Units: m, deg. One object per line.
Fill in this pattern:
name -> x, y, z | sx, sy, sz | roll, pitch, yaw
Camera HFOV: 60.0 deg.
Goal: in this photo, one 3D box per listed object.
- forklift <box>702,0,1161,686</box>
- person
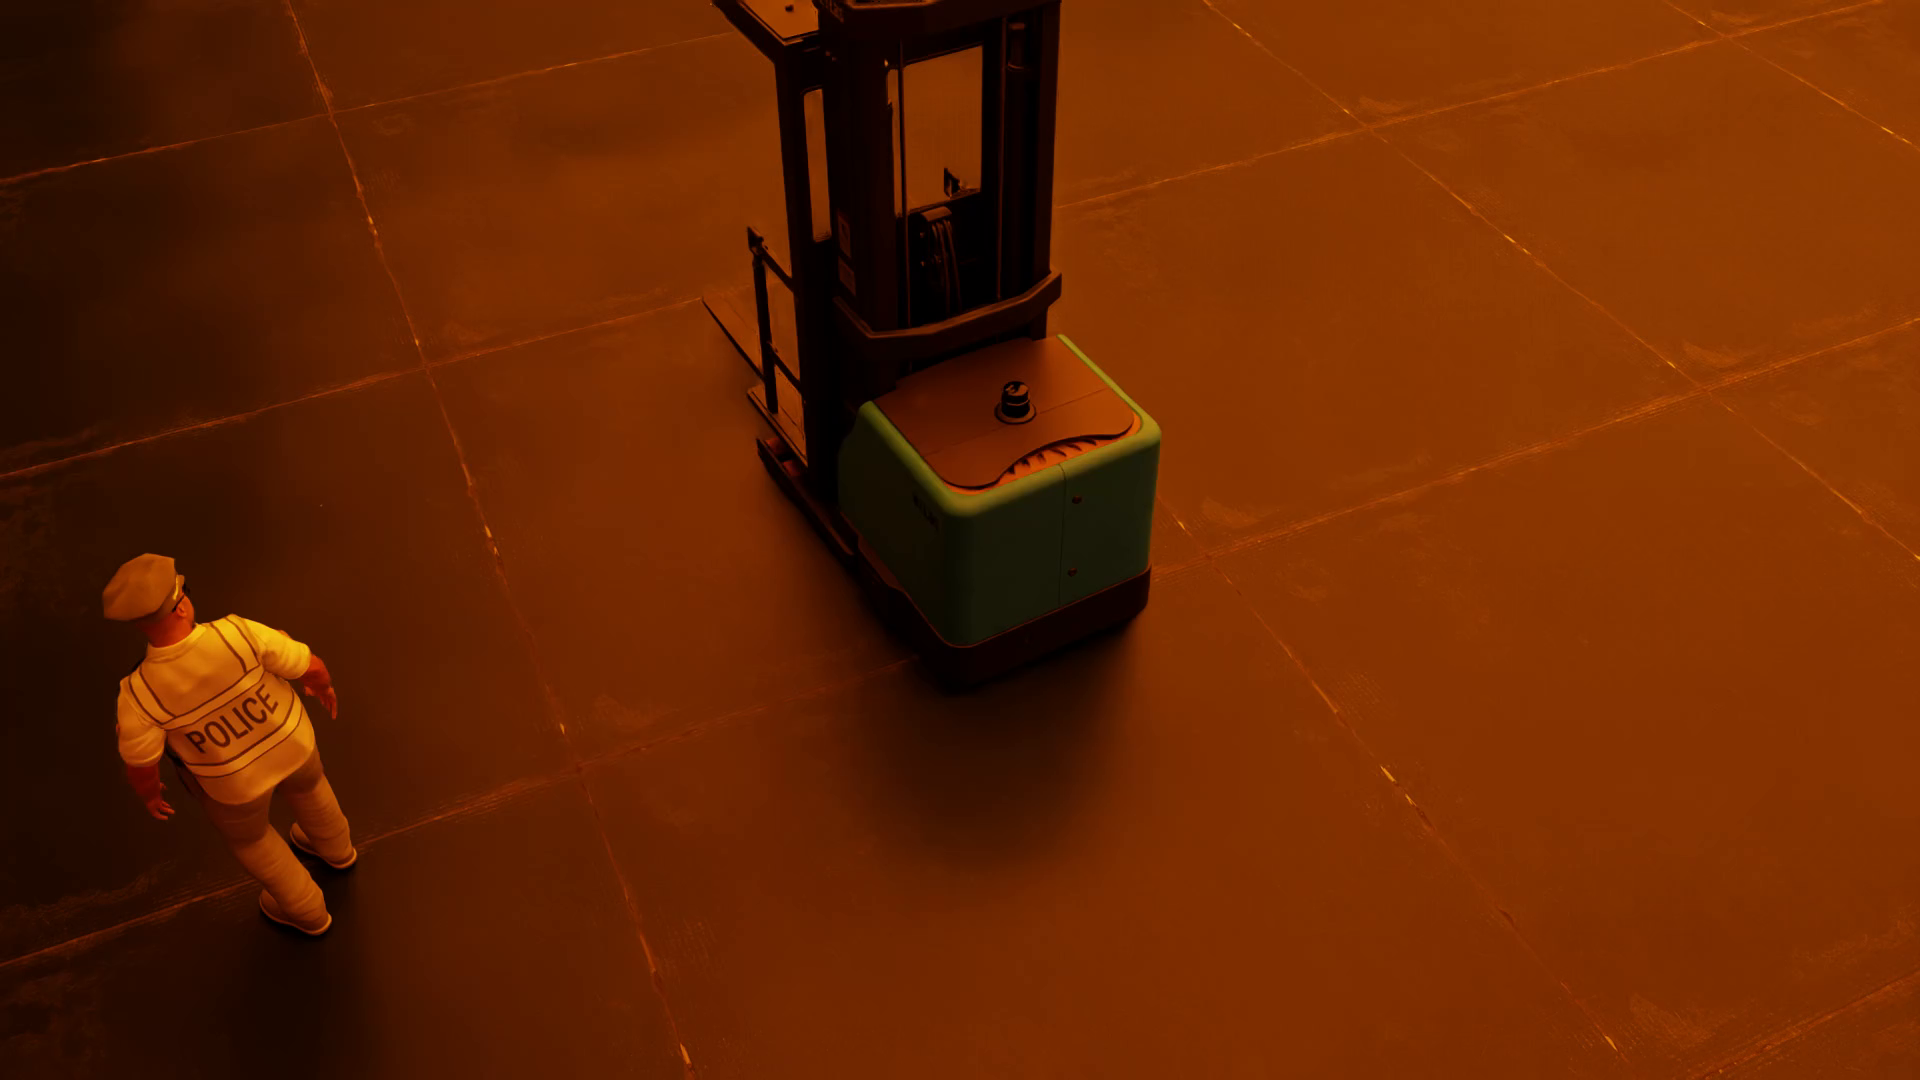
forklift -> -0.336, -1.443, 7.227 | 1.130, 2.935, 3.031 | -22, 47, -22
person -> -2.528, 0.707, 5.789 | 0.537, 1.749, 0.738 | 31, 51, 29
